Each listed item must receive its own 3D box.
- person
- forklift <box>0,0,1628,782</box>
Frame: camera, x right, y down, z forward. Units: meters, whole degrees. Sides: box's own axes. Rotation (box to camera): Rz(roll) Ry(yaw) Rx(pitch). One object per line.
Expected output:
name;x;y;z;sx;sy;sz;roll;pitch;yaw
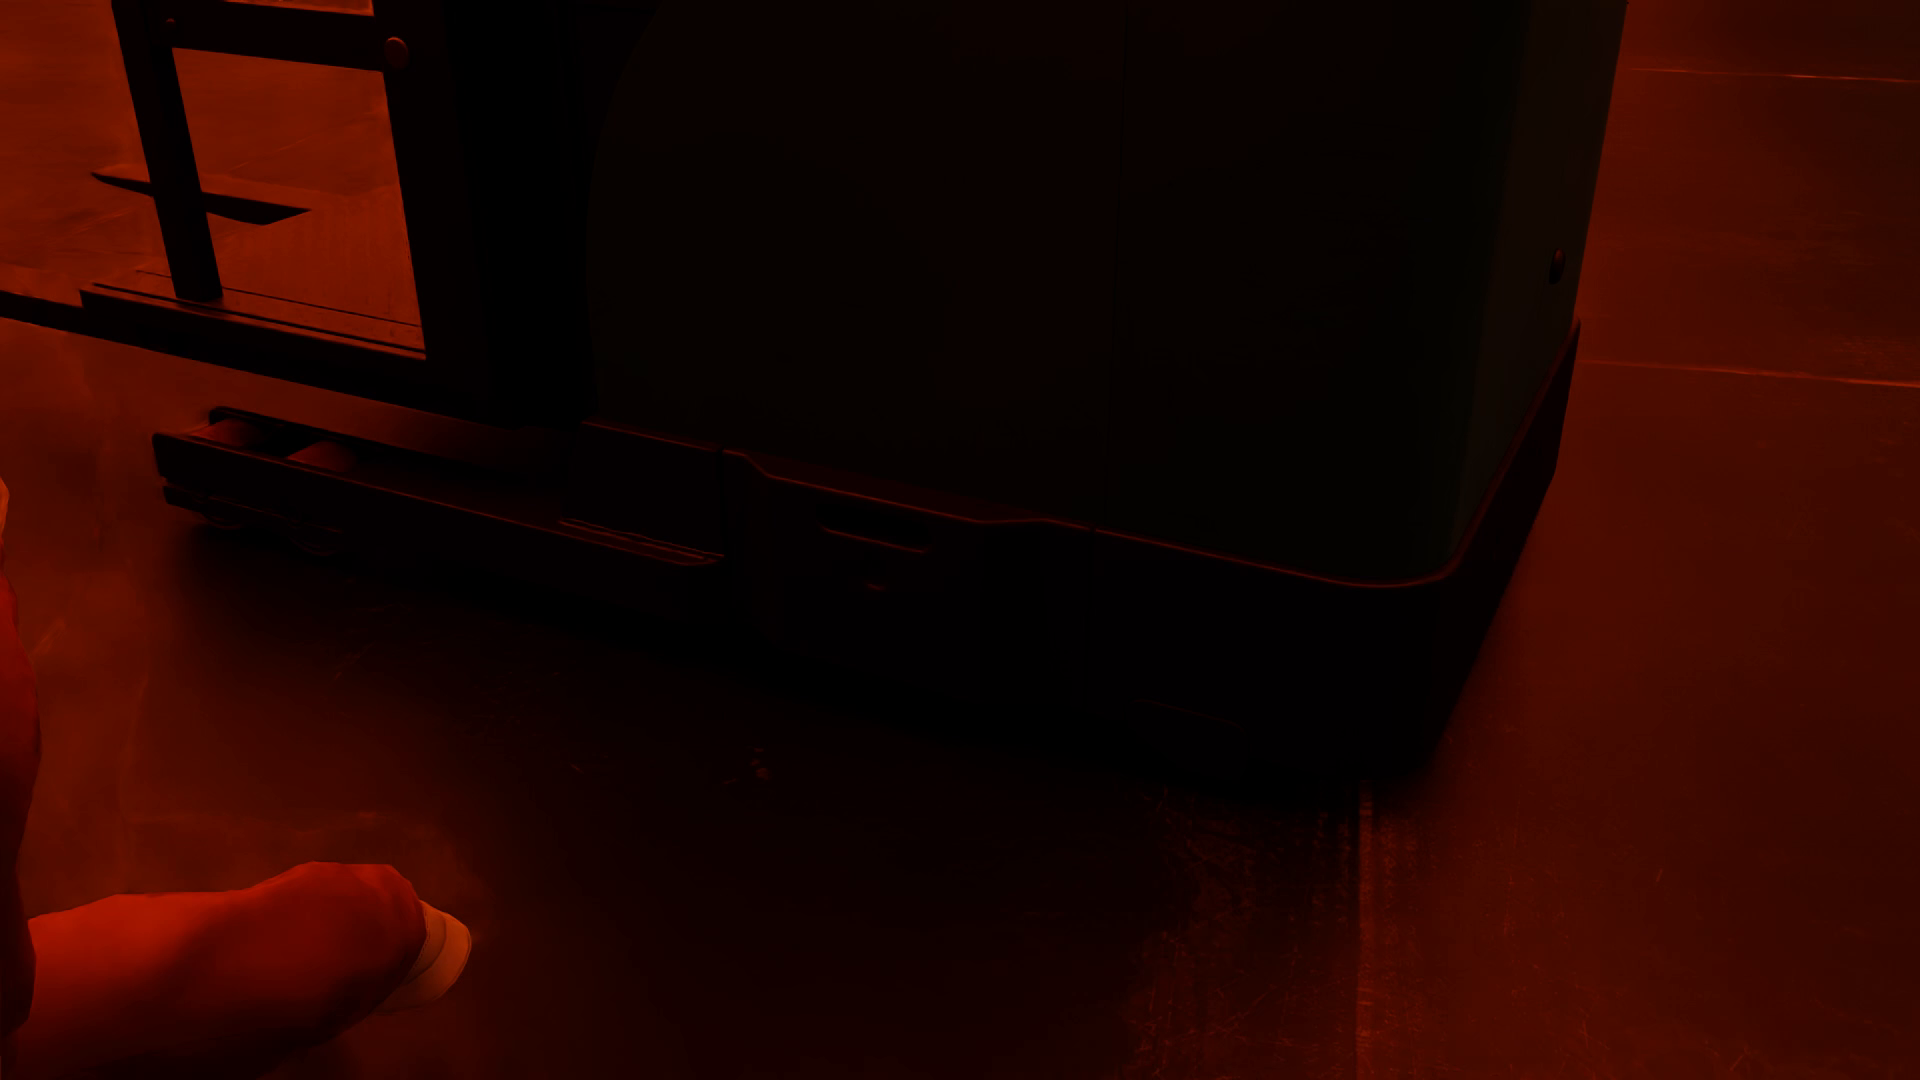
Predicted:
person;-0.881;0.016;0.907;1.035;1.463;0.829;-7;27;-13
forklift;-0.635;-1.482;2.183;3.031;2.935;1.130;13;29;24
